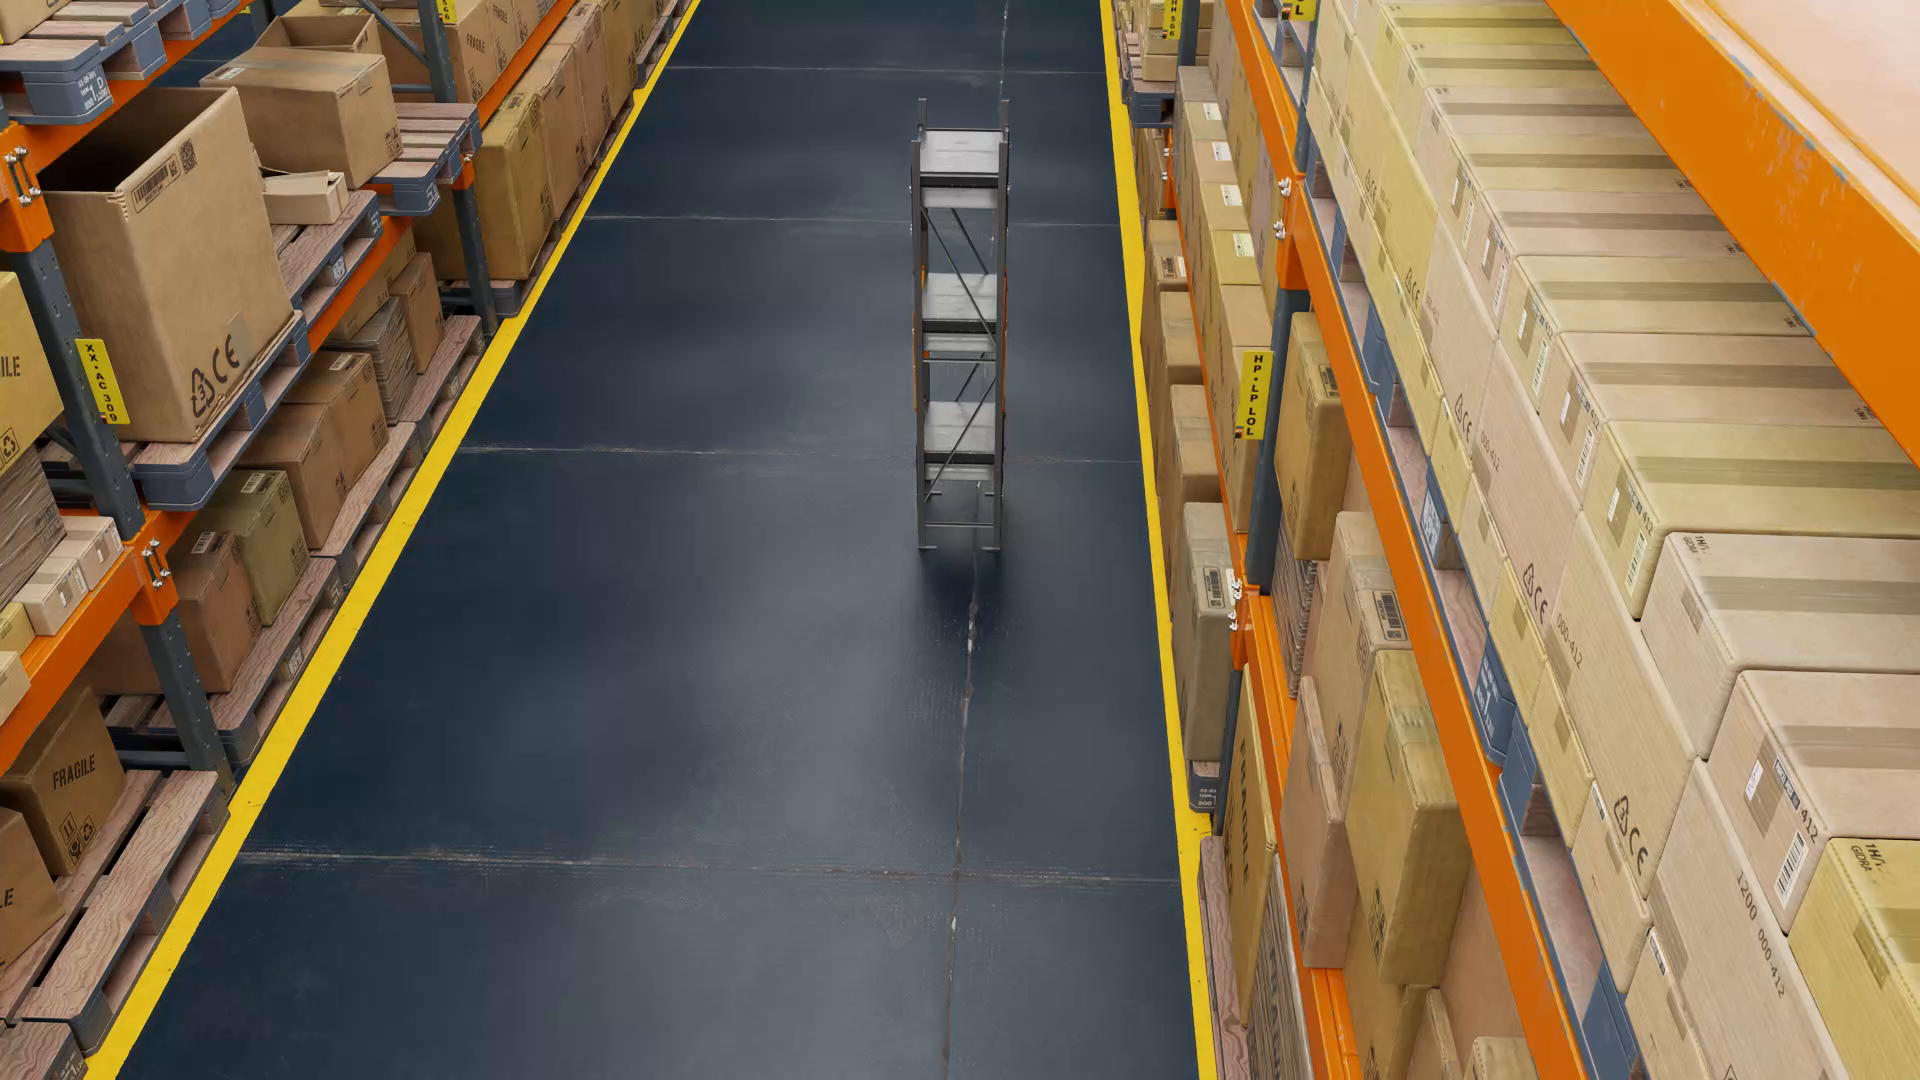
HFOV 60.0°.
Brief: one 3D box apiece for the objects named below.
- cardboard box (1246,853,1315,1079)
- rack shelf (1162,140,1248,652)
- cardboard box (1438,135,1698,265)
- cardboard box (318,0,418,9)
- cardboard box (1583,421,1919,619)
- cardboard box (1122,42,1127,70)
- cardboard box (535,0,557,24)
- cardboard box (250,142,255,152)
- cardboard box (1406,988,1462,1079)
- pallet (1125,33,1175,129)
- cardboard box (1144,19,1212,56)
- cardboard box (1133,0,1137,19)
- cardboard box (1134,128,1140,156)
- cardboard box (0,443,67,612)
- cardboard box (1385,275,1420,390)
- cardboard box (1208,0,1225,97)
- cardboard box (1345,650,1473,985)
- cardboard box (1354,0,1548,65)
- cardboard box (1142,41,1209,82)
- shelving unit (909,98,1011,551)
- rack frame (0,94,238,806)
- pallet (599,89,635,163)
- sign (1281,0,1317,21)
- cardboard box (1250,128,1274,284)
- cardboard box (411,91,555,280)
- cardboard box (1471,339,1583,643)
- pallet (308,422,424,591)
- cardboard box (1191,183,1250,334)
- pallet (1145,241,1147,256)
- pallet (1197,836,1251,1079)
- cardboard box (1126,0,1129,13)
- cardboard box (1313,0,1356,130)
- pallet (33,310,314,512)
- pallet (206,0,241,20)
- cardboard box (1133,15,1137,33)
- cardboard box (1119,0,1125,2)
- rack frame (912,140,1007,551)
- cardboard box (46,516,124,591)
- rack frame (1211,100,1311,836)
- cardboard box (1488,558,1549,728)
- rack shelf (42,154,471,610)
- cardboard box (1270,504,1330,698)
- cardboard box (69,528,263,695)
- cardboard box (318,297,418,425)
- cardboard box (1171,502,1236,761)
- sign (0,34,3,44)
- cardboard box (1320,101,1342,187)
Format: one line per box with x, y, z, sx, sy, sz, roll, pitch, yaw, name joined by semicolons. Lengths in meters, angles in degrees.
1.366;1.558;4.907;0.875;0.875;0.875;2;35;2;cardboard box
1.574;-0.872;7.508;1.077;0.370;4.000;1;35;2;rack shelf
1.078;-0.605;2.967;0.380;0.149;0.250;1;35;2;cardboard box
-3.252;-3.359;9.462;0.797;0.503;0.637;2;35;3;cardboard box
1.038;-0.023;2.139;0.380;0.149;0.250;2;35;3;cardboard box
1.490;-3.852;13.237;0.380;0.149;0.250;2;35;2;cardboard box
-2.949;-3.680;10.790;0.500;0.500;0.500;1;35;2;cardboard box
-3.595;-1.641;7.741;0.500;0.250;0.500;0;35;1;cardboard box
1.451;1.370;3.562;0.875;0.550;0.550;1;35;2;cardboard box
1.576;-2.649;9.577;1.213;0.211;1.003;1;35;2;pallet
1.219;-2.801;9.221;0.380;0.149;0.250;2;35;3;cardboard box
1.259;-3.267;10.143;0.380;0.149;0.250;0;35;0;cardboard box
1.501;-3.040;11.776;0.500;0.500;0.500;3;35;4;cardboard box
-3.538;-0.095;5.431;0.875;0.500;0.500;1;35;2;cardboard box
1.090;-0.421;3.399;0.380;0.149;0.250;1;35;2;cardboard box
1.626;-2.508;8.253;0.700;0.500;0.500;1;35;2;cardboard box
1.366;0.621;3.688;0.875;0.550;0.500;1;35;2;cardboard box
1.120;-1.187;3.795;0.380;0.149;0.250;1;35;1;cardboard box
1.215;-2.679;9.306;0.380;0.149;0.250;2;35;3;cardboard box
0.007;-0.954;7.782;0.431;2.100;0.503;1;35;2;shelving unit
-3.458;-0.190;5.912;1.000;3.000;0.127;1;35;2;rack frame
-3.093;-3.200;12.620;1.003;0.211;1.213;1;35;2;pallet
0.951;-1.592;4.574;0.100;0.325;0.005;1;35;2;sign
1.547;-1.339;6.589;0.700;0.500;0.500;2;35;2;cardboard box
-3.249;-2.187;10.235;1.225;0.875;0.875;0;35;0;cardboard box
1.115;-0.083;2.570;0.500;0.250;0.500;1;35;2;cardboard box
-3.382;-0.199;8.350;1.003;0.211;1.213;1;35;2;pallet
1.306;-1.237;7.314;0.500;0.500;0.500;1;35;1;cardboard box
1.687;-1.624;10.376;1.003;0.211;1.213;1;35;2;pallet
1.385;1.559;5.849;1.003;0.211;1.213;1;35;2;pallet
1.543;-4.364;13.447;0.380;0.149;0.250;1;35;1;cardboard box
1.194;-1.243;4.221;0.500;0.250;0.500;2;35;2;cardboard box
-3.282;-0.547;6.587;1.003;0.211;1.213;1;35;2;pallet
-3.289;-2.288;6.452;1.213;0.211;1.003;1;35;2;pallet
1.521;-3.651;11.993;0.500;0.250;0.500;0;35;0;cardboard box
1.586;-4.734;14.492;0.380;0.149;0.250;1;35;2;cardboard box
-0.003;-0.814;7.582;0.400;2.100;0.015;1;35;2;rack frame
-3.173;0.043;5.798;0.380;0.149;0.250;1;35;2;cardboard box
1.493;-0.017;5.666;1.000;3.000;0.127;1;35;2;rack frame
1.048;0.160;2.571;0.380;0.149;0.250;1;35;1;cardboard box
-3.378;-1.045;7.753;1.077;0.370;4.000;1;35;2;rack shelf
1.491;0.134;5.321;0.875;0.550;0.550;1;35;2;cardboard box
-3.412;0.301;7.005;0.700;0.500;0.500;-1;35;-2;cardboard box
-3.314;-0.941;8.772;0.700;0.500;0.500;-1;35;-2;cardboard box
1.429;0.373;6.702;1.050;0.750;0.750;1;35;2;cardboard box
-2.916;-1.621;4.889;0.100;0.325;0.005;1;35;2;sign
1.131;-1.004;4.228;0.380;0.149;0.250;1;35;2;cardboard box
